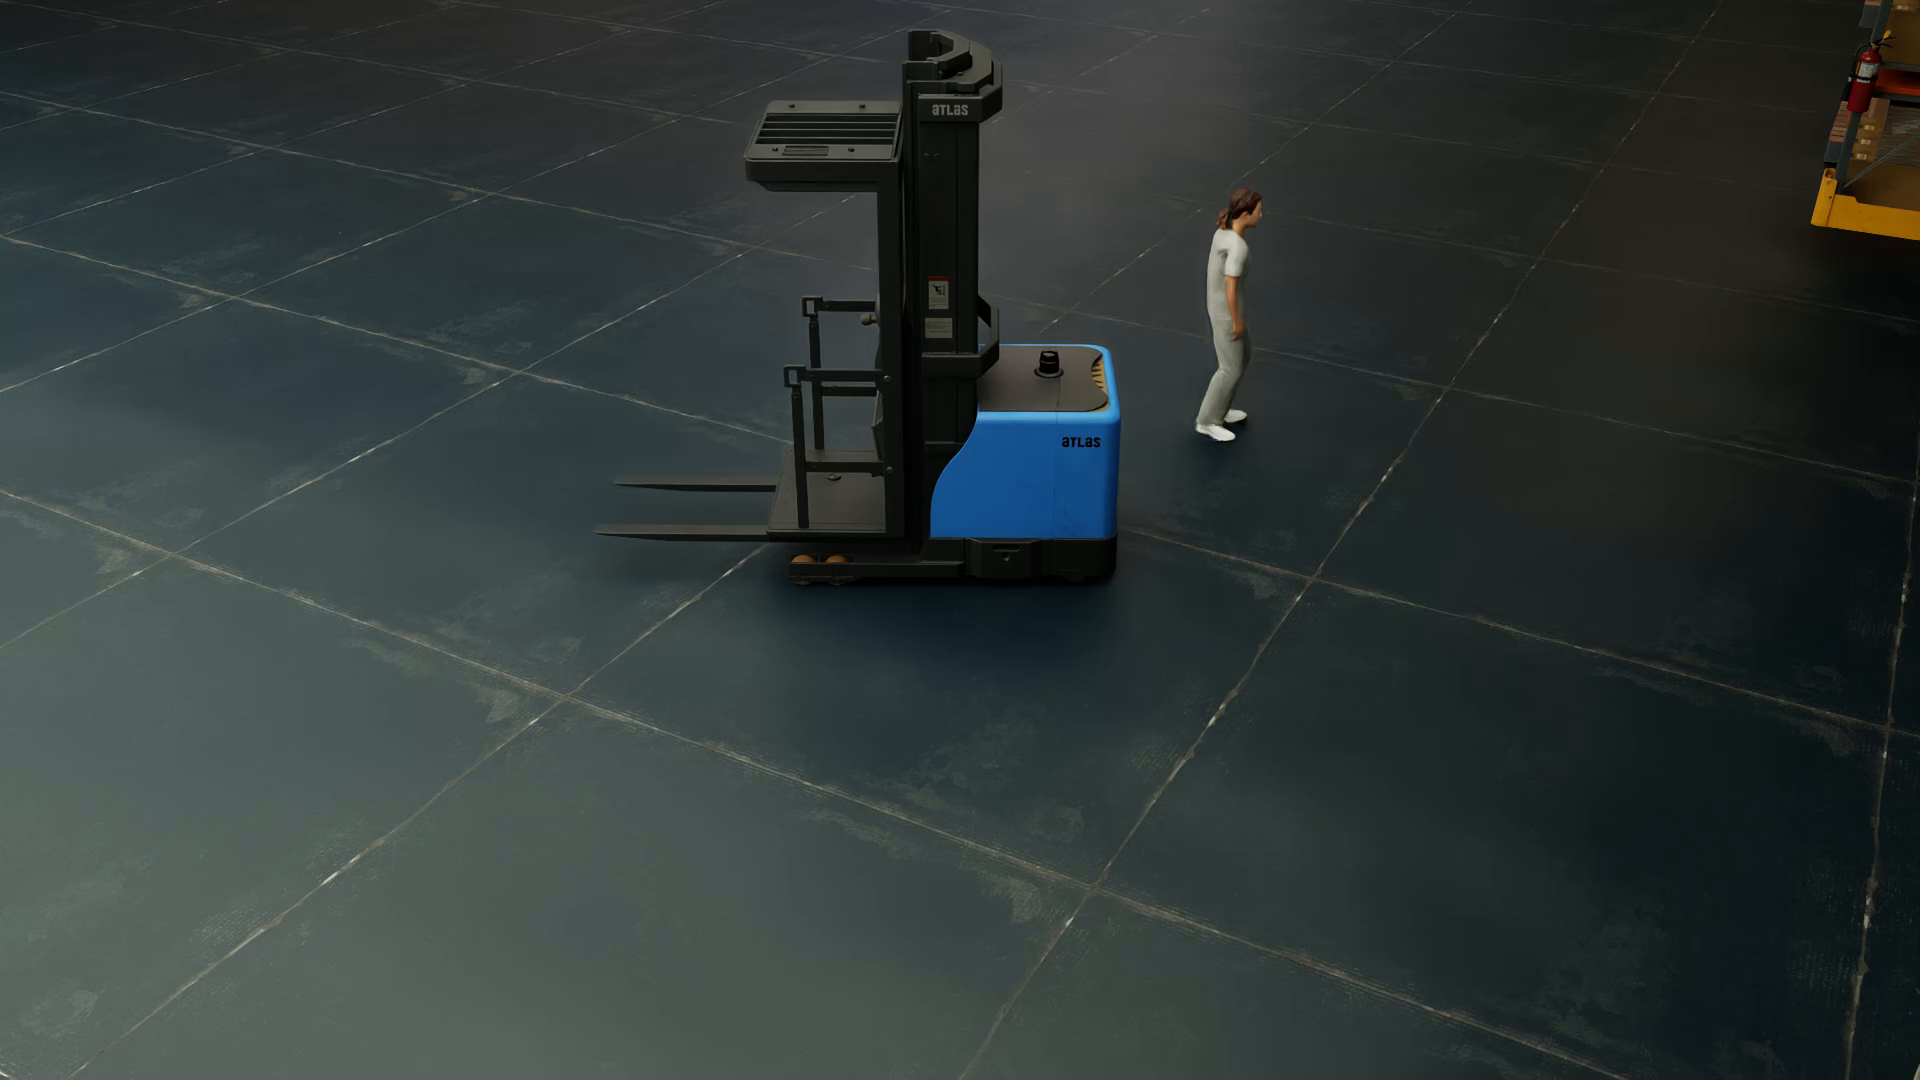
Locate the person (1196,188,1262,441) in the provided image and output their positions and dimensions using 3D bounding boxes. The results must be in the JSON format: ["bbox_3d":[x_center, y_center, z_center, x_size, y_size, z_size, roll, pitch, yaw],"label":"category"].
[{"bbox_3d":[1.783,-1.507,10.964,0.361,1.653,0.579,2,30,3],"label":"person"}]

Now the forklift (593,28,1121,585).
[{"bbox_3d":[-0.610,-1.275,9.279,3.031,2.935,1.130,0,30,1],"label":"forklift"}]
